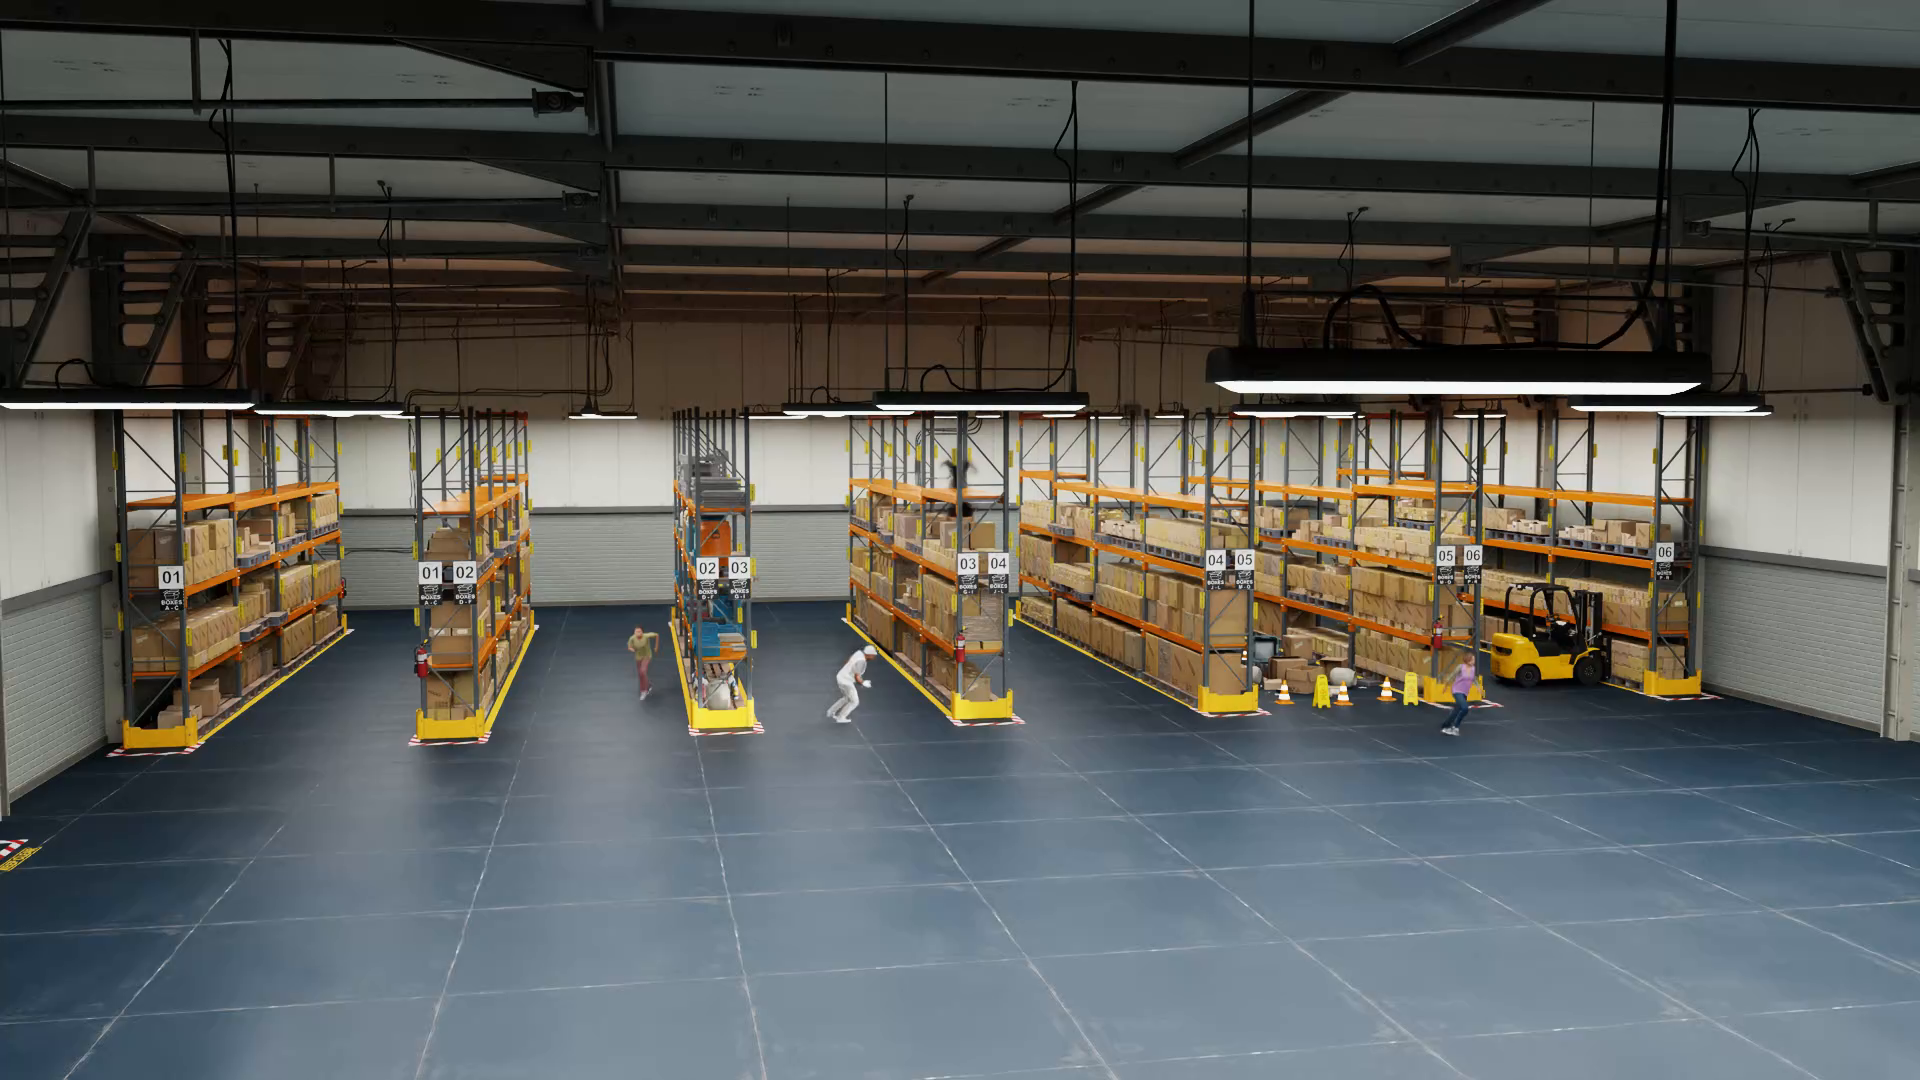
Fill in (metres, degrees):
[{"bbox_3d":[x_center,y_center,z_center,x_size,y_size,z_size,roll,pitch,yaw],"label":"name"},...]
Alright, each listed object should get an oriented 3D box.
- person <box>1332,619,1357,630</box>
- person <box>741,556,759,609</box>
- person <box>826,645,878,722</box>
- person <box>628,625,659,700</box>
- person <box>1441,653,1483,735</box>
[{"bbox_3d":[10.514,1.627,45.563,0.644,1.706,0.945,-2,5,-29],"label":"person"},{"bbox_3d":[-6.383,1.338,49.416,0.753,1.681,0.809,2,5,30],"label":"person"},{"bbox_3d":[-2.050,2.735,31.559,0.950,1.499,0.724,-1,4,-12],"label":"person"},{"bbox_3d":[-6.545,2.512,34.480,0.614,1.597,0.931,0,4,4],"label":"person"},{"bbox_3d":[9.136,2.794,30.218,0.458,1.535,0.766,-3,5,-34],"label":"person"}]
